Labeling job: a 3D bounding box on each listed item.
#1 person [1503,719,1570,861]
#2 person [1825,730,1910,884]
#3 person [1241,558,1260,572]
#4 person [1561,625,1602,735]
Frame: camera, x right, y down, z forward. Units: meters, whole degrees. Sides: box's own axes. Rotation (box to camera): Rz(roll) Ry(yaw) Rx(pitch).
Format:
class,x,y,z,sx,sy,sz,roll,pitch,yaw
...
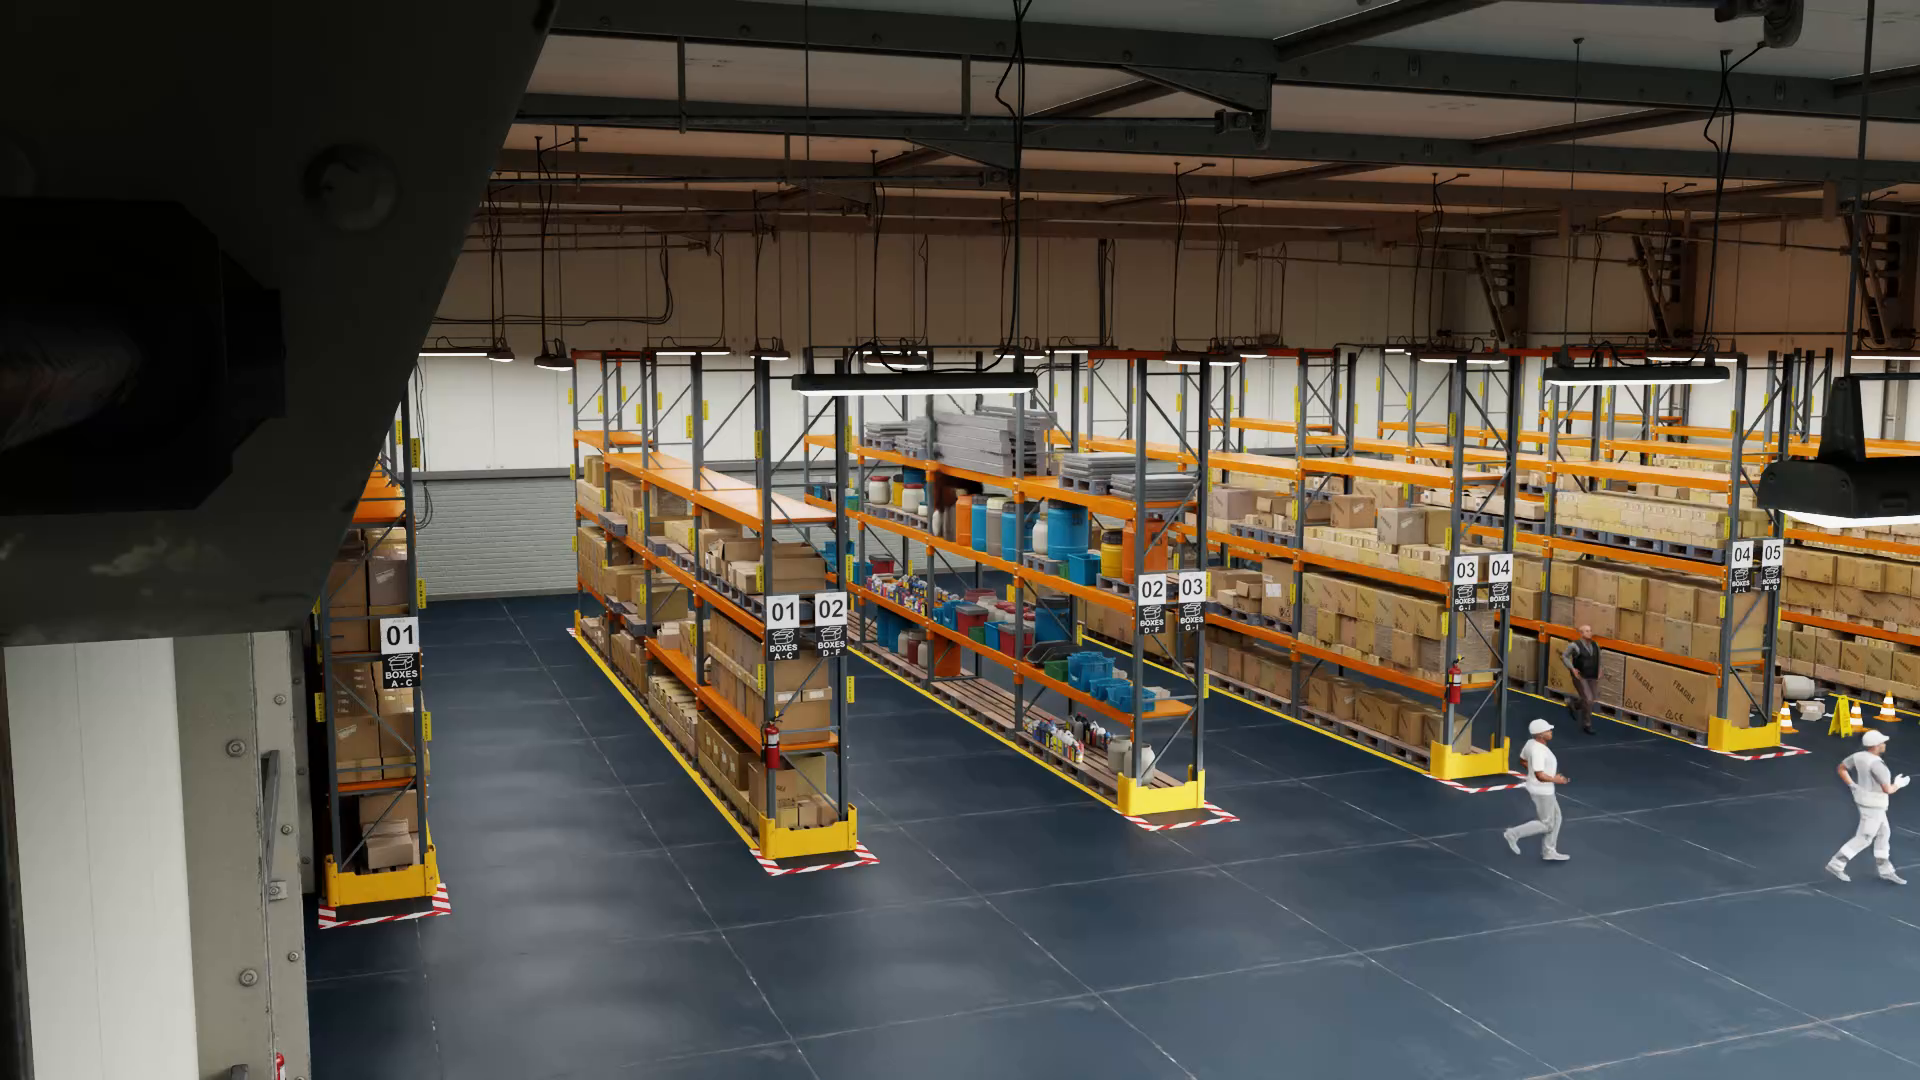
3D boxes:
class,x,y,z,sx,sy,sz,roll,pitch,yaw
person,6.943,3.001,19.965,0.795,1.731,0.712,1,7,11
person,10.414,3.060,19.018,0.937,1.803,0.657,1,7,8
person,7.402,0.255,42.024,0.578,1.731,0.715,-3,8,-24
person,9.935,2.196,26.543,0.673,1.702,0.783,-2,7,-18
